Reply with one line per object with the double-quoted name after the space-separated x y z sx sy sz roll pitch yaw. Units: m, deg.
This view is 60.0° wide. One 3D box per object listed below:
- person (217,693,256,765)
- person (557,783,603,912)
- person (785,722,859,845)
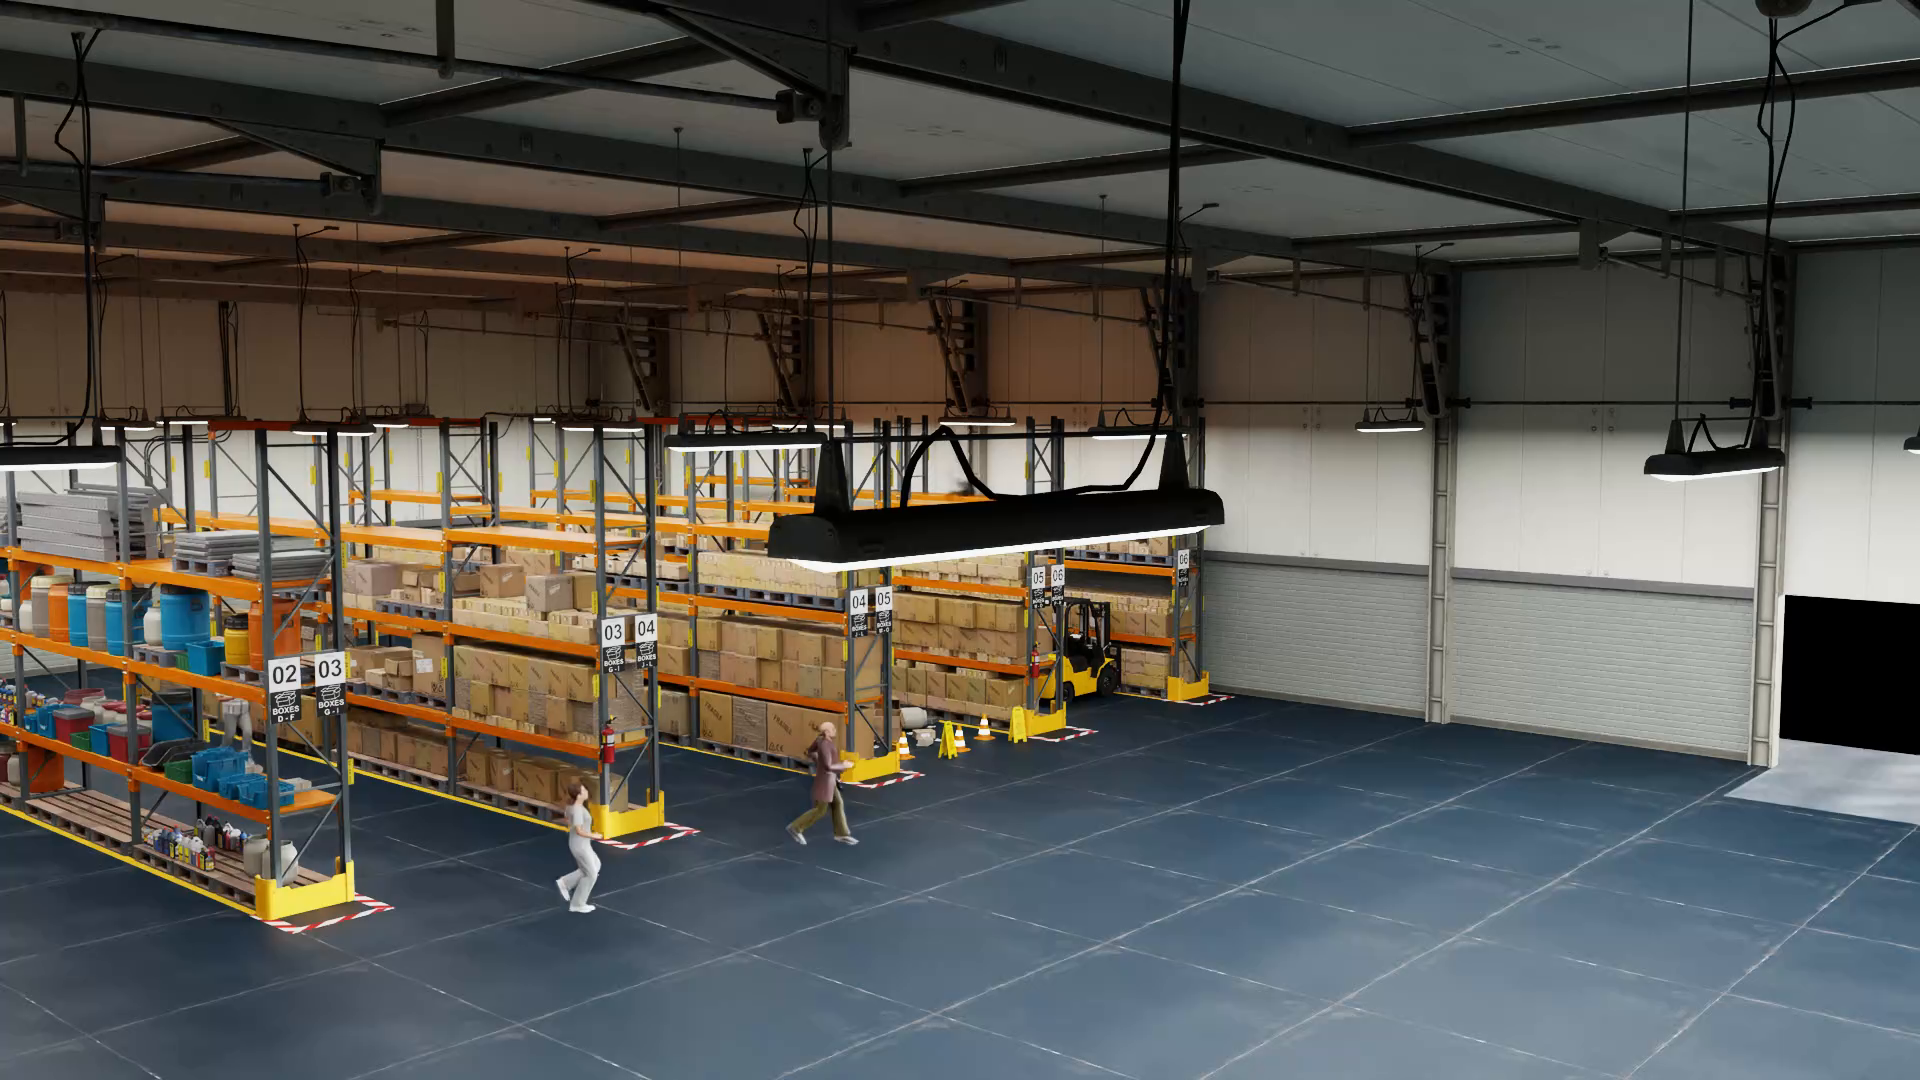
-12.627 3.022 28.987 0.816 1.822 0.647 4 6 40 "person"
-4.717 3.806 20.618 0.551 1.628 0.615 -2 5 -22 "person"
-1.961 3.477 23.640 1.059 1.799 0.718 -1 5 -8 "person"
